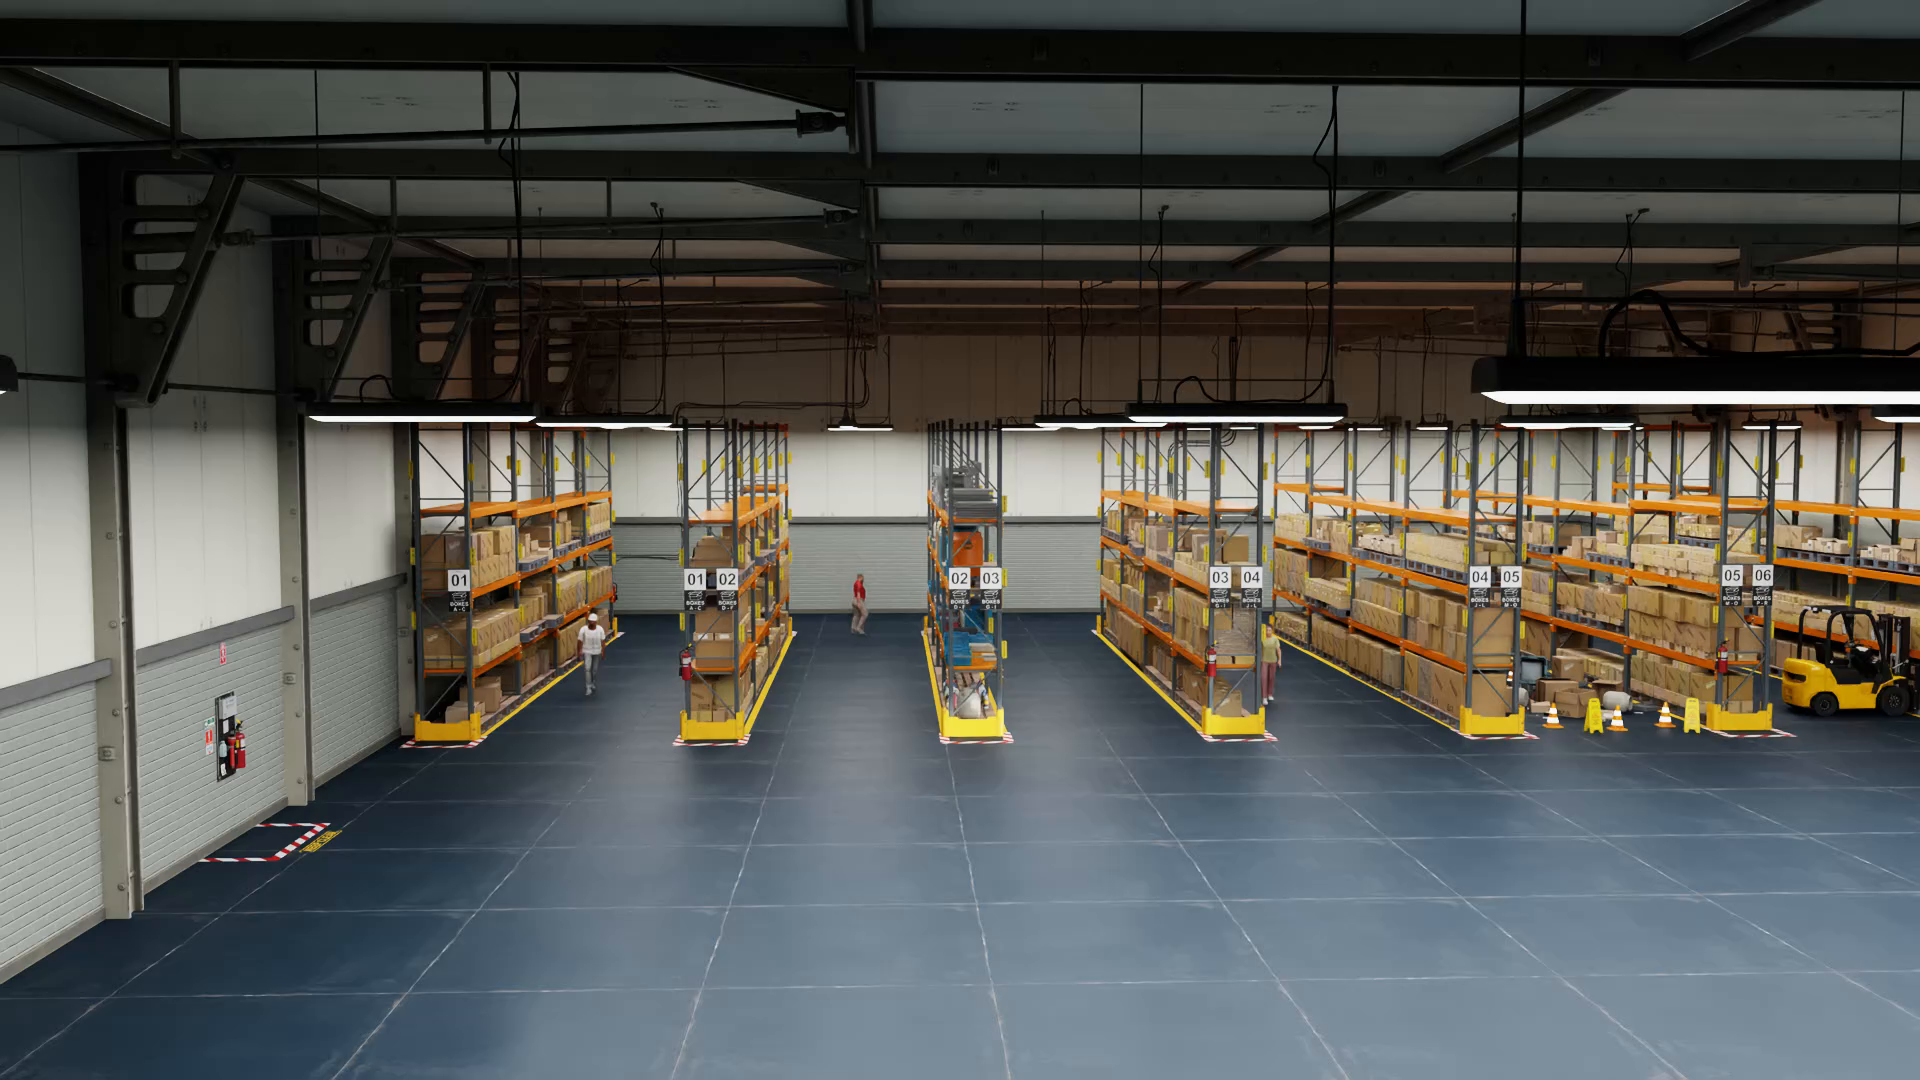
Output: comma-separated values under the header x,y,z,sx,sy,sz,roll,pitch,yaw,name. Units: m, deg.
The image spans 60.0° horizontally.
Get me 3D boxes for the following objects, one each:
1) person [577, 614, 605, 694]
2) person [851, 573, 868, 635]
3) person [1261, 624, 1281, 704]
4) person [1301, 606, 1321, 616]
x,y,z,sx,sy,sz,roll,pitch,yaw,name
-8.115,2.484,36.712,0.592,1.720,0.944,-2,4,-28,person
-2.887,1.833,47.460,0.456,1.761,0.596,-1,4,-20,person
6.585,2.621,35.407,0.492,1.682,0.681,0,4,7,person
10.403,1.752,49.595,0.819,1.564,0.418,0,4,-6,person
